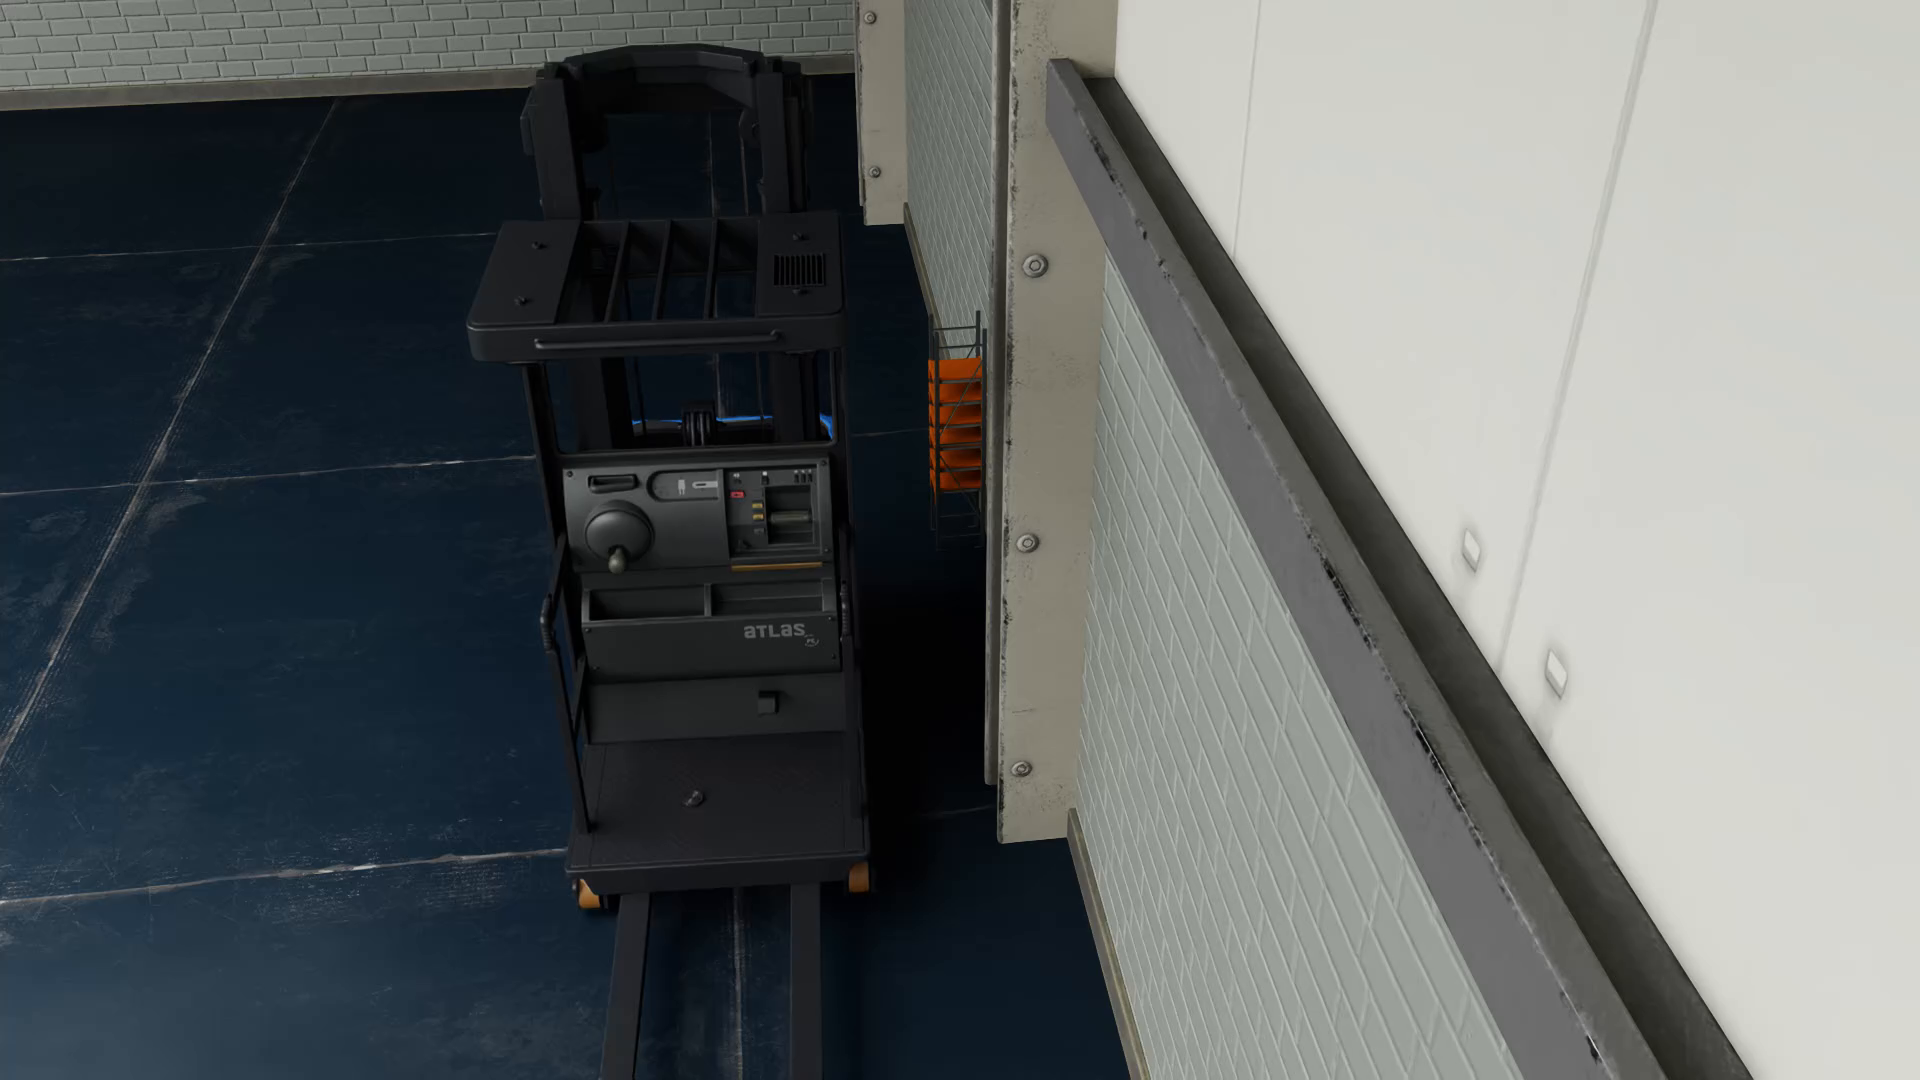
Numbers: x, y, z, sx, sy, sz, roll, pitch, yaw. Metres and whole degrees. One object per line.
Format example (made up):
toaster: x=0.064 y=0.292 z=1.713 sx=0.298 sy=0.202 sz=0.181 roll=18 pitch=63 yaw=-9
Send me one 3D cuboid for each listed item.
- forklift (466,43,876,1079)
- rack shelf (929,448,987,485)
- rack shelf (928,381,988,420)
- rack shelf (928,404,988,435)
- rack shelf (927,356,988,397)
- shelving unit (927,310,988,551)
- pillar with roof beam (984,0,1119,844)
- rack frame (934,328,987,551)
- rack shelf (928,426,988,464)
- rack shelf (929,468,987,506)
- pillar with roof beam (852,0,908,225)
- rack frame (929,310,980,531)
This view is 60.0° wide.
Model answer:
forklift: x=-0.900 y=-0.031 z=5.693 sx=1.130 sy=2.935 sz=3.031 roll=-3 pitch=34 yaw=-4
rack shelf: x=-0.011 y=-0.366 z=8.014 sx=0.258 sy=0.103 sz=0.180 roll=-5 pitch=35 yaw=-7
rack shelf: x=-0.011 y=-0.664 z=7.811 sx=0.258 sy=0.103 sz=0.180 roll=-5 pitch=35 yaw=-7
rack shelf: x=-0.011 y=-0.564 z=7.879 sx=0.258 sy=0.103 sz=0.180 roll=-5 pitch=35 yaw=-7
rack shelf: x=-0.011 y=-0.763 z=7.743 sx=0.258 sy=0.103 sz=0.180 roll=-5 pitch=35 yaw=-7
shelving unit: x=-0.011 y=-0.502 z=7.921 sx=0.258 sy=1.200 sz=0.189 roll=-5 pitch=35 yaw=-7
pillar with roof beam: x=-3.988 y=-2.327 z=3.674 sx=9.100 sy=9.000 sz=0.400 roll=-4 pitch=35 yaw=-6
rack frame: x=0.003 y=-0.451 z=7.846 sx=0.240 sy=1.200 sz=0.006 roll=-5 pitch=35 yaw=-7
rack shelf: x=-0.011 y=-0.465 z=7.946 sx=0.258 sy=0.103 sz=0.180 roll=-5 pitch=35 yaw=-7
rack shelf: x=-0.011 y=-0.267 z=8.081 sx=0.258 sy=0.103 sz=0.180 roll=-5 pitch=35 yaw=-7
pillar with roof beam: x=-4.795 y=-5.675 z=8.587 sx=9.100 sy=9.000 sz=0.400 roll=-4 pitch=35 yaw=-6
rack frame: x=-0.025 y=-0.553 z=7.996 sx=0.240 sy=1.200 sz=0.006 roll=-5 pitch=35 yaw=-7
